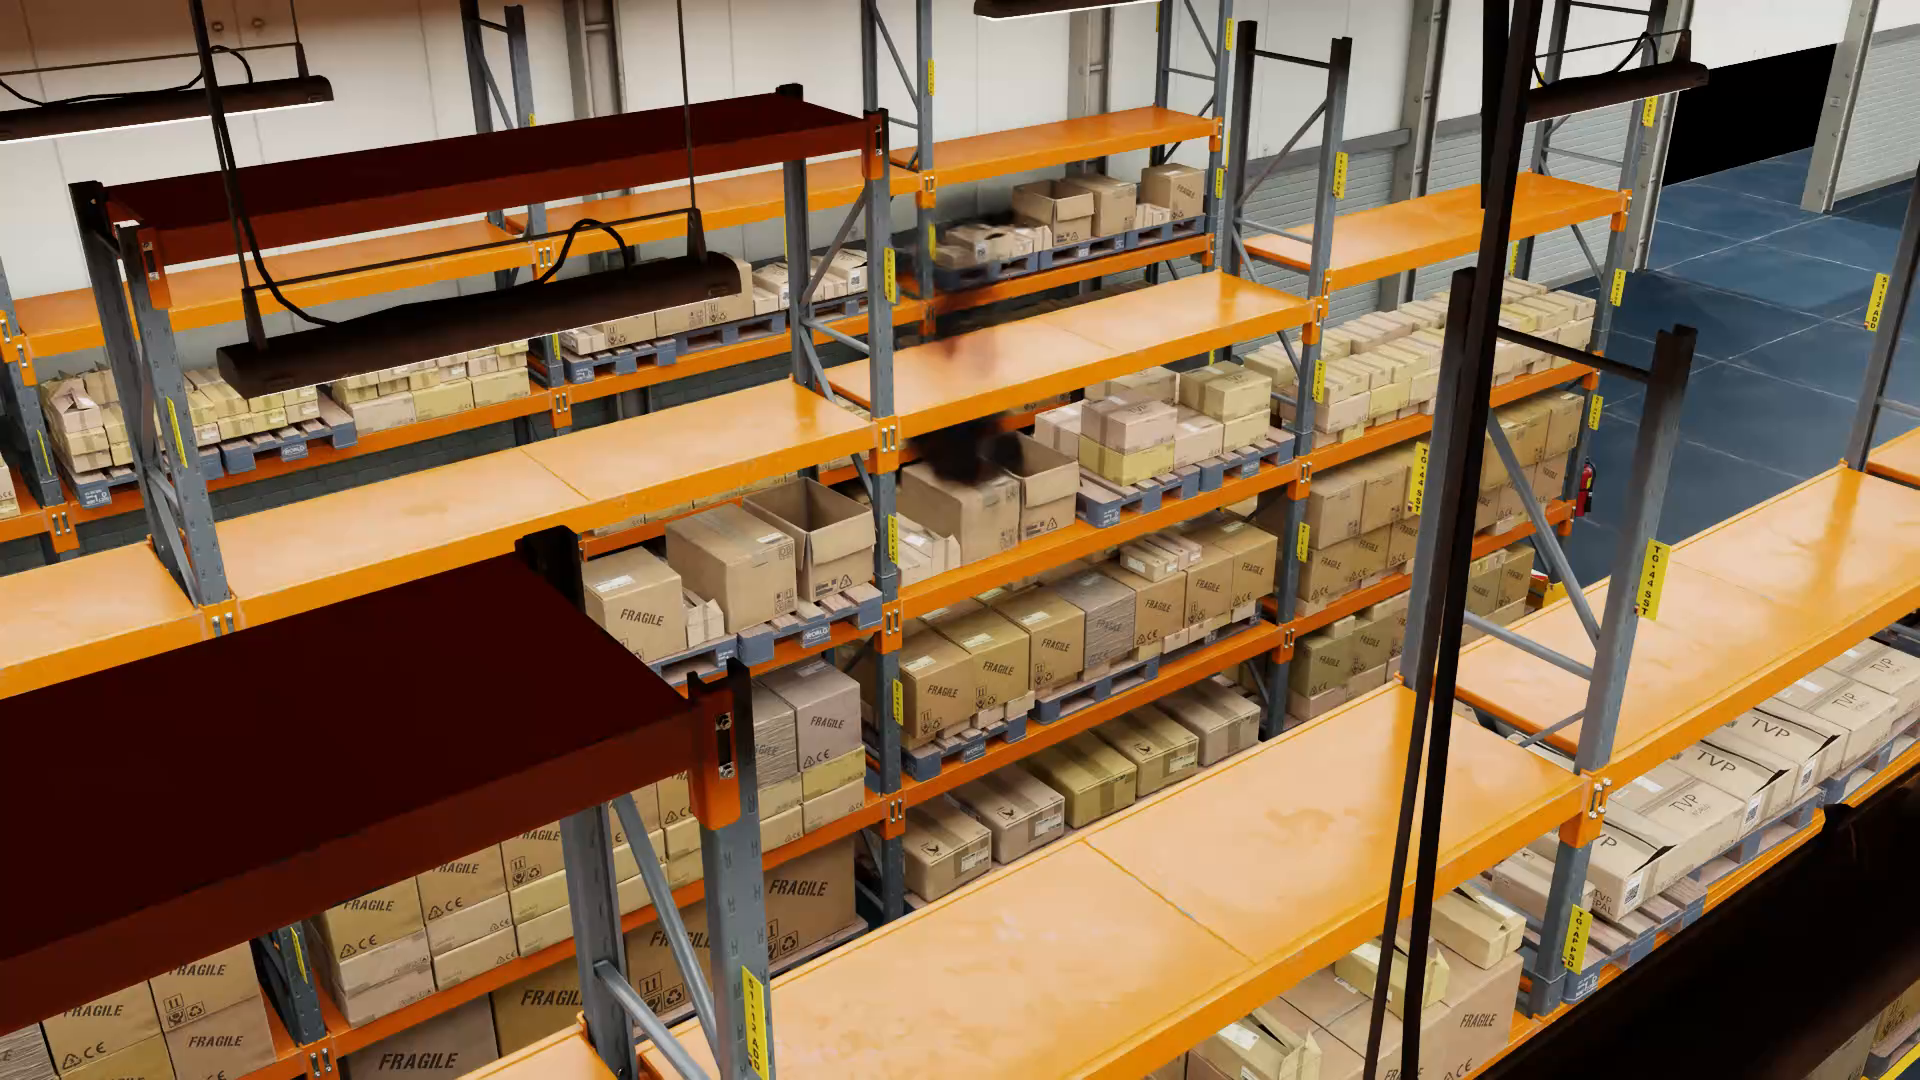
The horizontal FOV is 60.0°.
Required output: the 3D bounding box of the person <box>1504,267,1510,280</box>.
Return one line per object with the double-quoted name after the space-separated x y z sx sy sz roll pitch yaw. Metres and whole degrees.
6.880 -2.671 21.672 0.701 1.711 0.794 20 33 35 "person"
